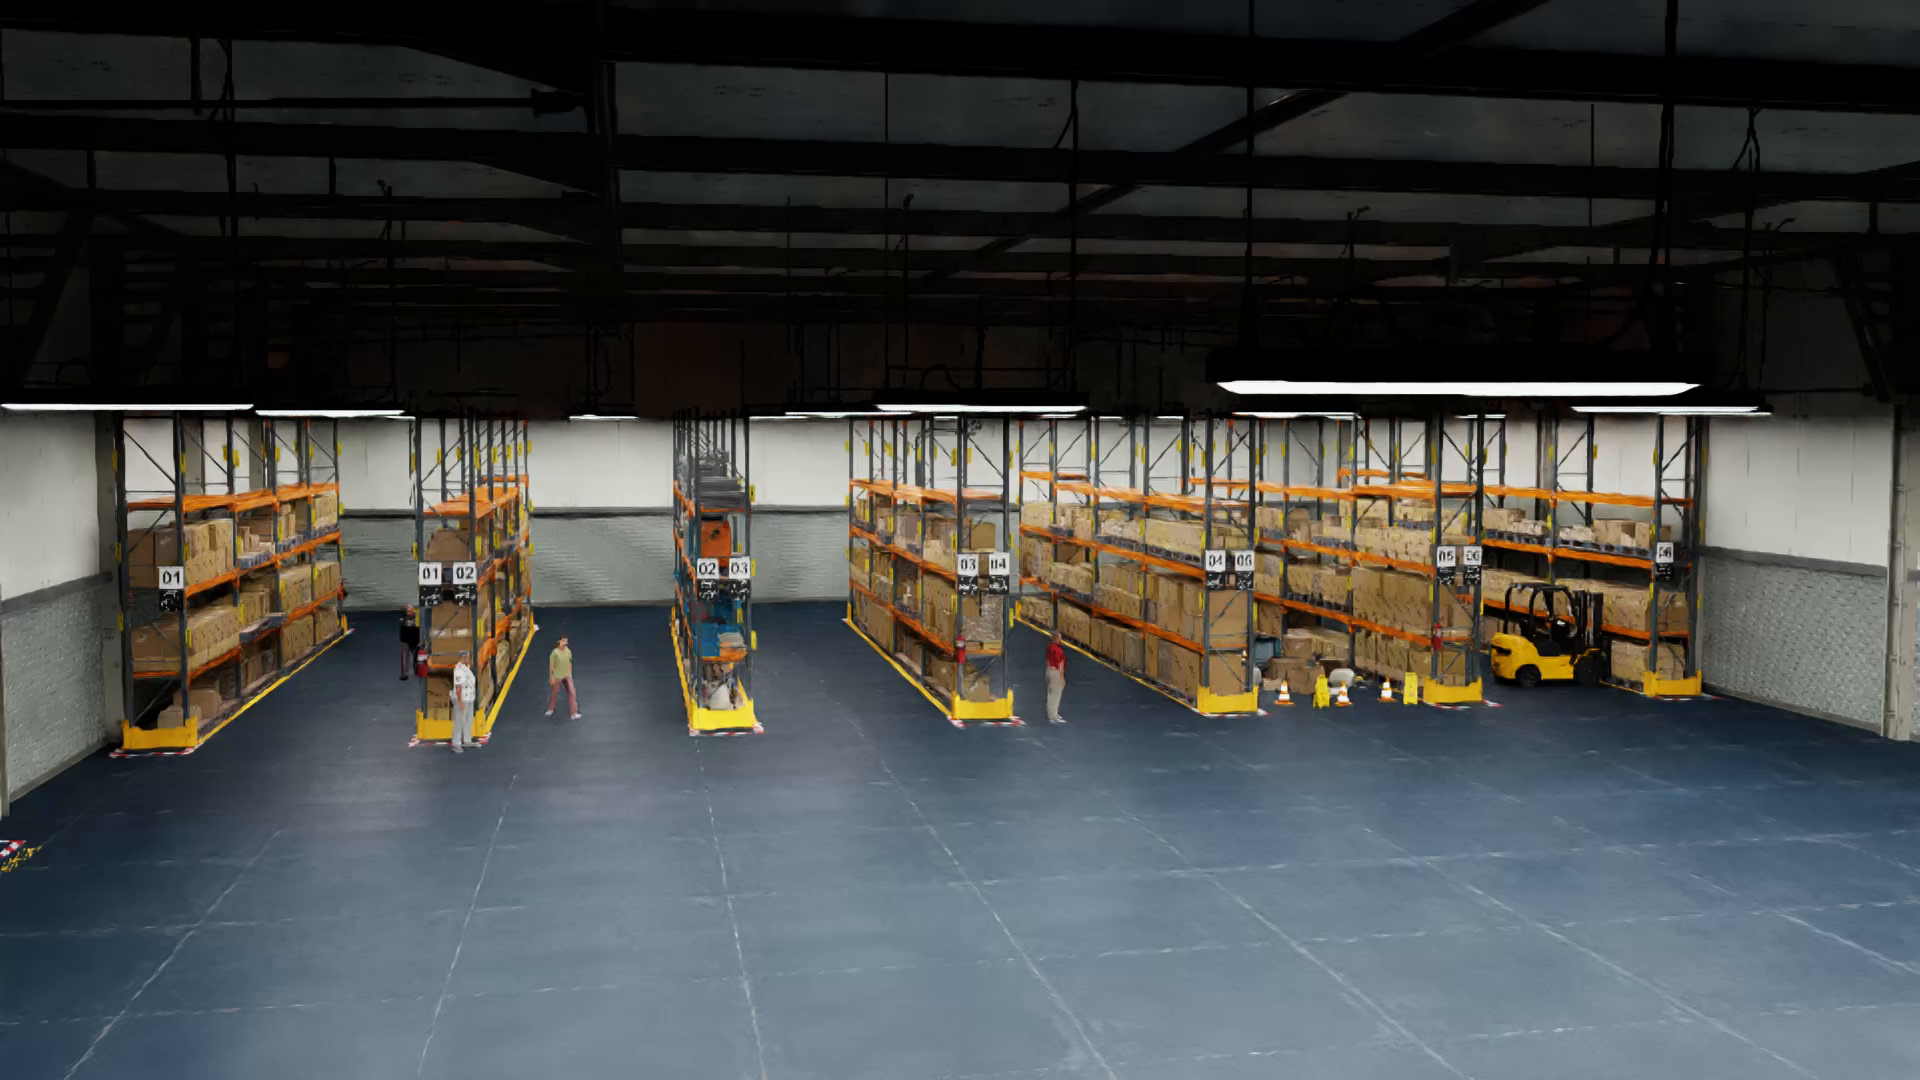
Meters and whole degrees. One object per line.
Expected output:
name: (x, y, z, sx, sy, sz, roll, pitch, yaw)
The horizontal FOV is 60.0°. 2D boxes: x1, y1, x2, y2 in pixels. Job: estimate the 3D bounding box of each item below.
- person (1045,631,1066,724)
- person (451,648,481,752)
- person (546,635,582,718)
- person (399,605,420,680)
person: (1.832, 2.592, 31.663, 0.409, 1.729, 0.651, -2, 4, -22)
person: (-8.627, 2.772, 28.951, 0.422, 1.763, 0.641, 0, 4, 2)
person: (-7.707, 2.630, 32.174, 0.484, 1.622, 0.953, -3, 5, -34)
person: (-12.215, 2.231, 37.036, 0.543, 1.598, 1.109, -1, 4, -13)
